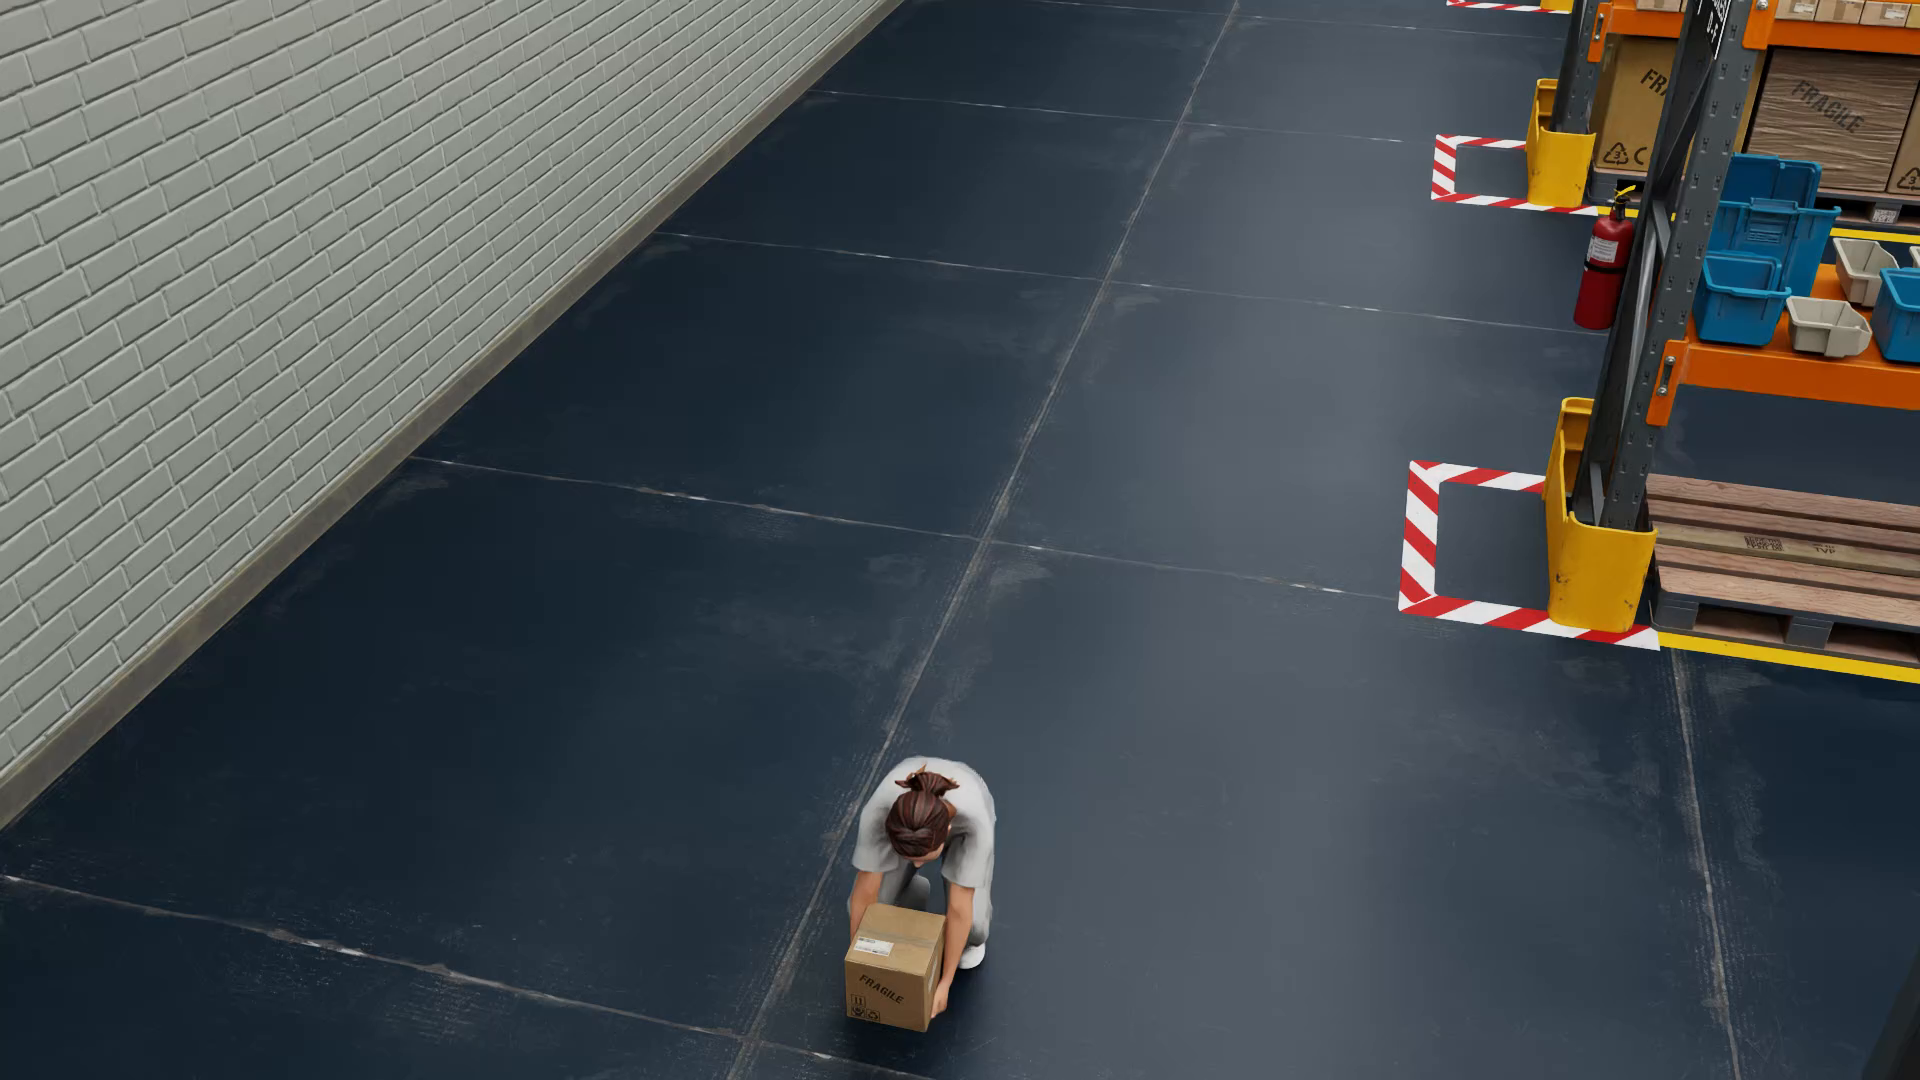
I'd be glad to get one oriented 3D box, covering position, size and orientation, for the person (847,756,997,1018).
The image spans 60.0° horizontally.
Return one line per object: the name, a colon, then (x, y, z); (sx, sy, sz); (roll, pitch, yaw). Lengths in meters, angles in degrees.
person: (-0.108, 1.030, 5.267); (0.464, 0.905, 0.817); (7, 34, 11)
